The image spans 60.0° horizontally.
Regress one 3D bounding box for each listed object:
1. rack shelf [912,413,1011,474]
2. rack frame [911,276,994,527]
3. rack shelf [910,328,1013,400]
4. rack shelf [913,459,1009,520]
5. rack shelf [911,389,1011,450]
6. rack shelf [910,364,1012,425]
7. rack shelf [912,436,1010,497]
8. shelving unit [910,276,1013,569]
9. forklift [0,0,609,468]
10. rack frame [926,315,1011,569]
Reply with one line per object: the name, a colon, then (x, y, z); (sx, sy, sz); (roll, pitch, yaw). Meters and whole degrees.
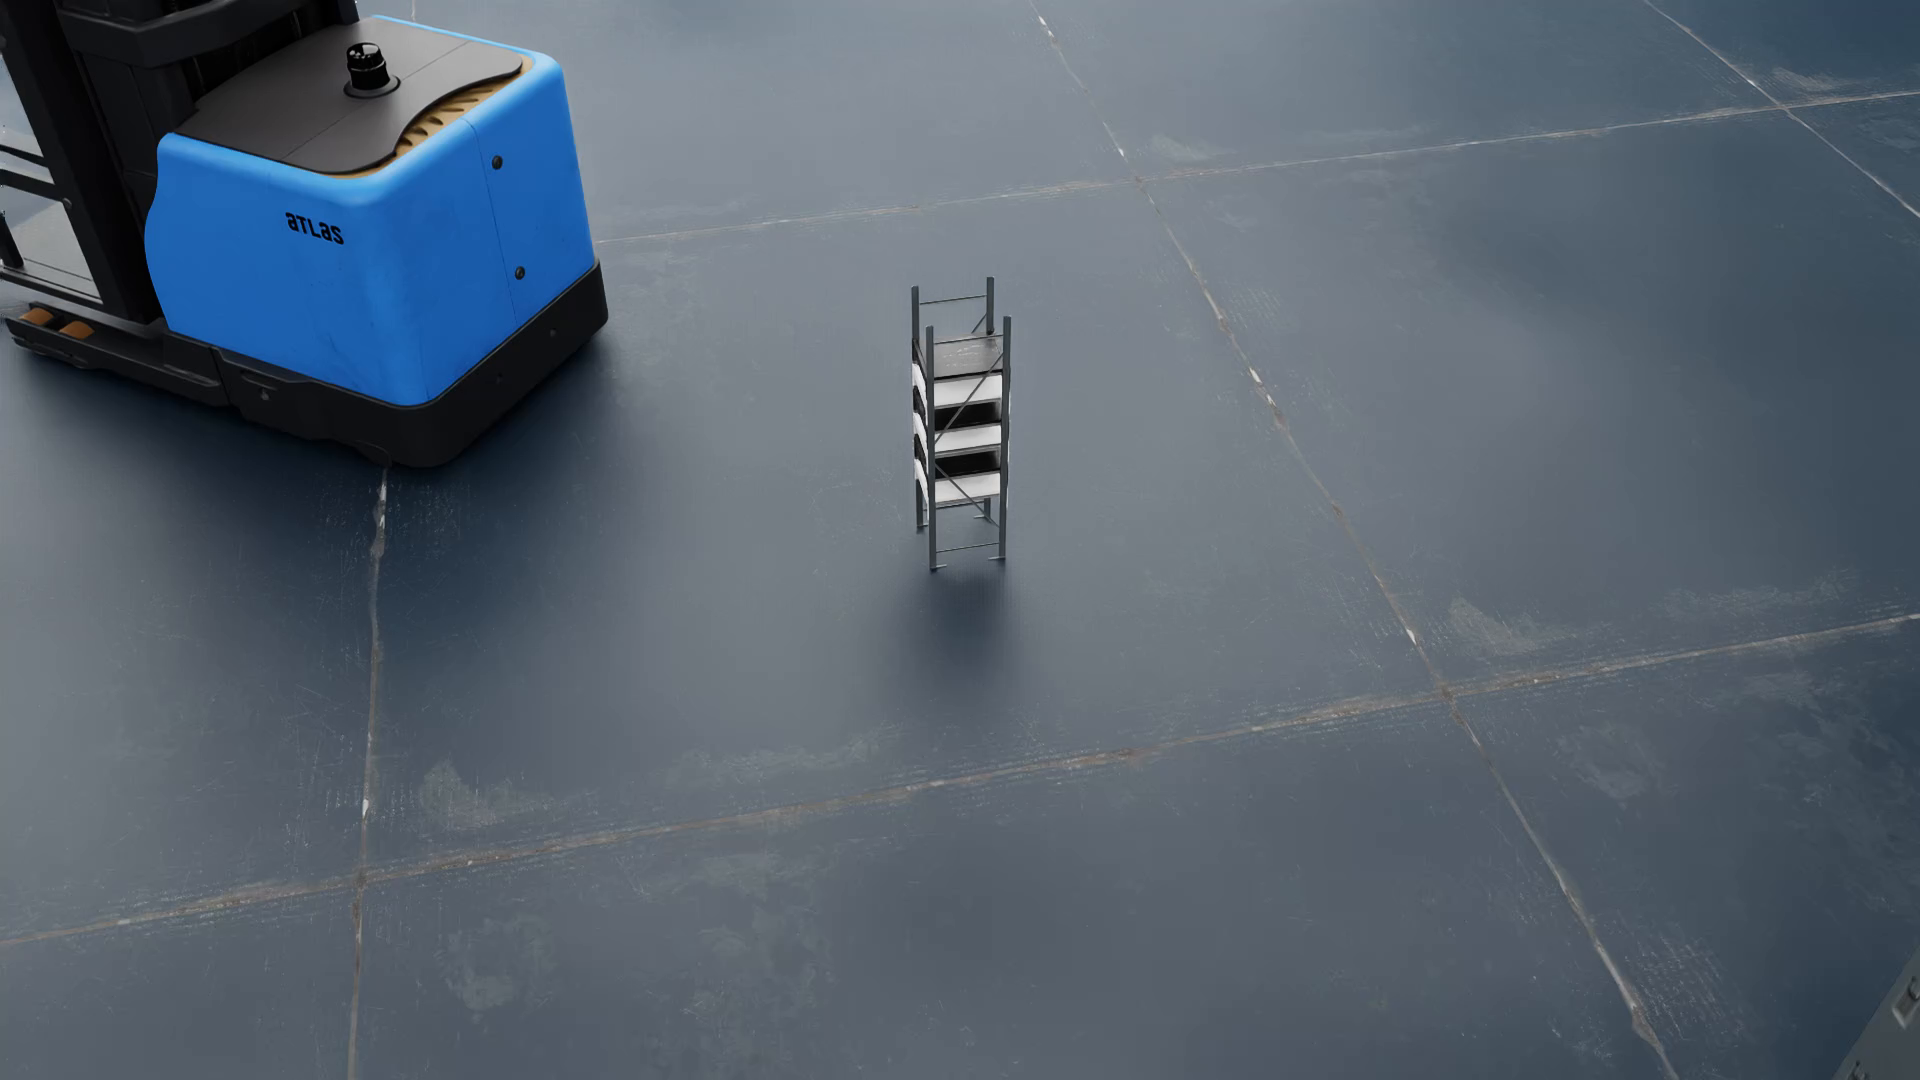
rack shelf: (0.002, -0.306, 4.967); (0.258, 0.077, 0.200); (-8, 42, -9)
rack frame: (-0.020, -0.397, 5.020); (0.240, 0.900, 0.006); (-8, 42, -9)
rack shelf: (0.002, -0.508, 4.788); (0.258, 0.077, 0.200); (-8, 42, -9)
rack shelf: (0.002, -0.172, 5.087); (0.258, 0.077, 0.200); (-8, 42, -9)
rack shelf: (0.002, -0.374, 4.908); (0.258, 0.077, 0.200); (-8, 42, -9)
rack shelf: (0.002, -0.441, 4.848); (0.258, 0.077, 0.200); (-8, 42, -9)
rack shelf: (0.002, -0.239, 5.027); (0.258, 0.077, 0.200); (-8, 42, -9)
shelving unit: (0.002, -0.331, 4.945); (0.258, 0.900, 0.210); (-8, 42, -9)
forklift: (-2.835, -2.003, 5.298); (3.031, 2.935, 1.130); (18, 45, 19)
rack frame: (0.024, -0.265, 4.871); (0.240, 0.900, 0.006); (-8, 42, -9)
